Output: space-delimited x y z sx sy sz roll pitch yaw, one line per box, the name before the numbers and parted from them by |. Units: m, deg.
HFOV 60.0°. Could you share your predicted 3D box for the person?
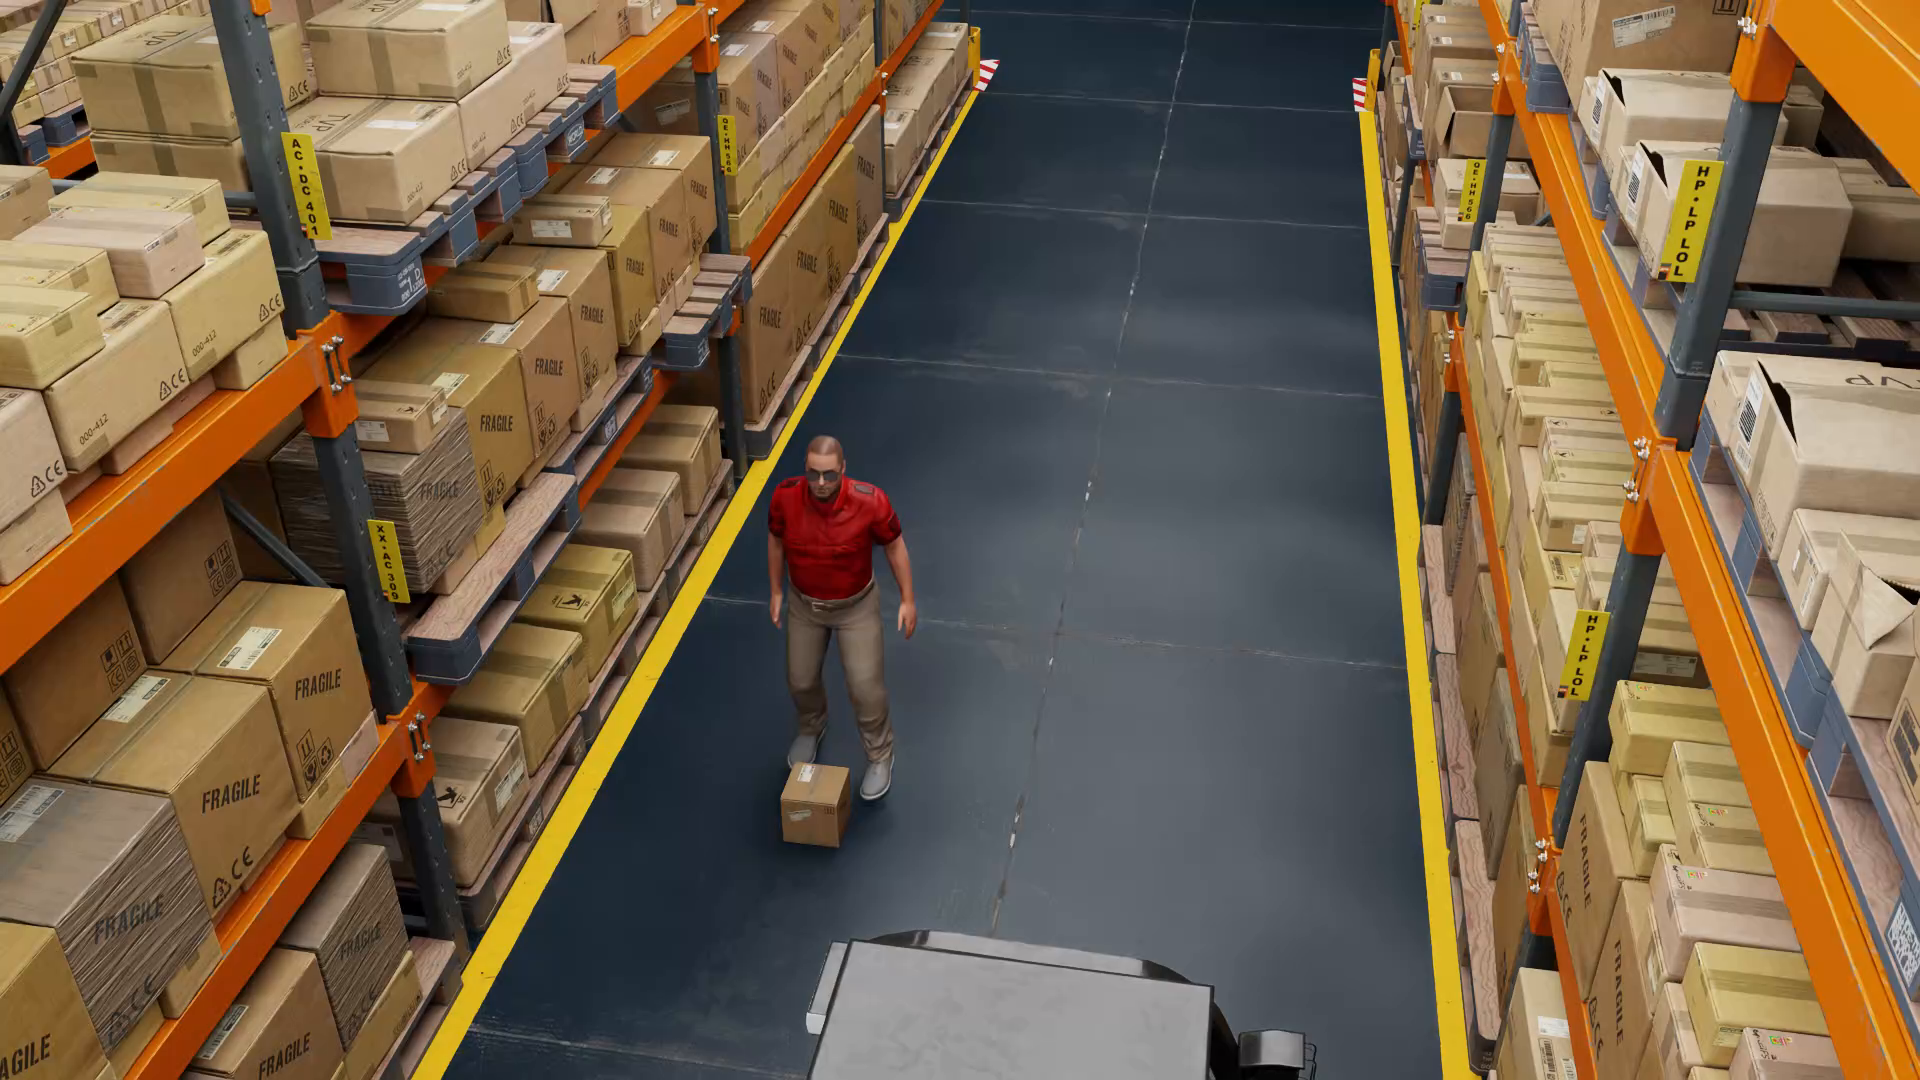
person | -0.534 0.324 7.283 0.674 1.721 0.498 5 33 9
